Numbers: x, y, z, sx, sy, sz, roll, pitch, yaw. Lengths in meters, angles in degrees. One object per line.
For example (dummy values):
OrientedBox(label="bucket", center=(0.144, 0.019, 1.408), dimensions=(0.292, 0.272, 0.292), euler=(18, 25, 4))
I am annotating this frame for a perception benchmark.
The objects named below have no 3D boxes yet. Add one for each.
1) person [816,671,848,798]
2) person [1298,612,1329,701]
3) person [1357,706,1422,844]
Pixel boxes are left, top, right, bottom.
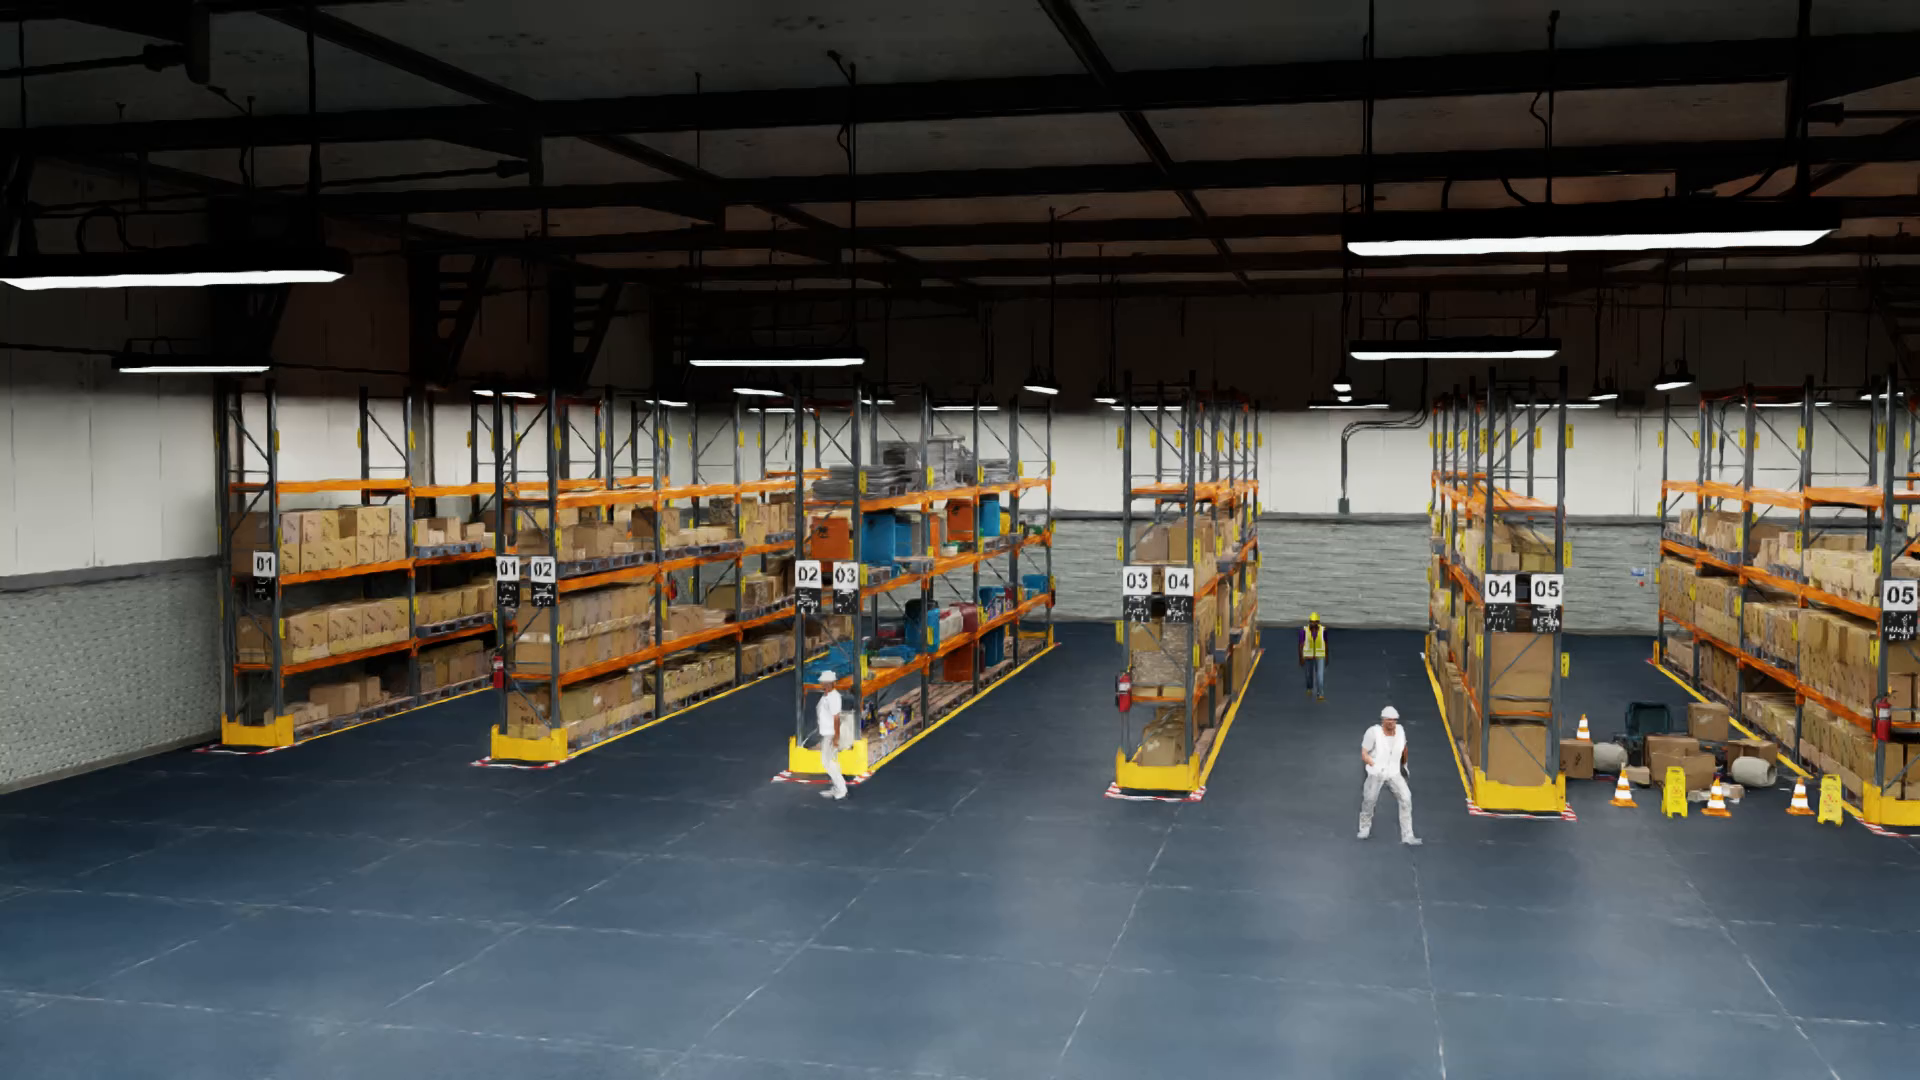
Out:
OrientedBox(label="person", center=(-1.792, 2.715, 23.270), dimensions=(0.398, 1.760, 0.652), euler=(-1, 4, -14))
OrientedBox(label="person", center=(6.800, 2.220, 31.994), dimensions=(0.583, 1.686, 1.111), euler=(1, 4, 12))
OrientedBox(label="person", center=(5.295, 2.893, 20.672), dimensions=(0.704, 1.716, 0.810), euler=(0, 3, -5))
